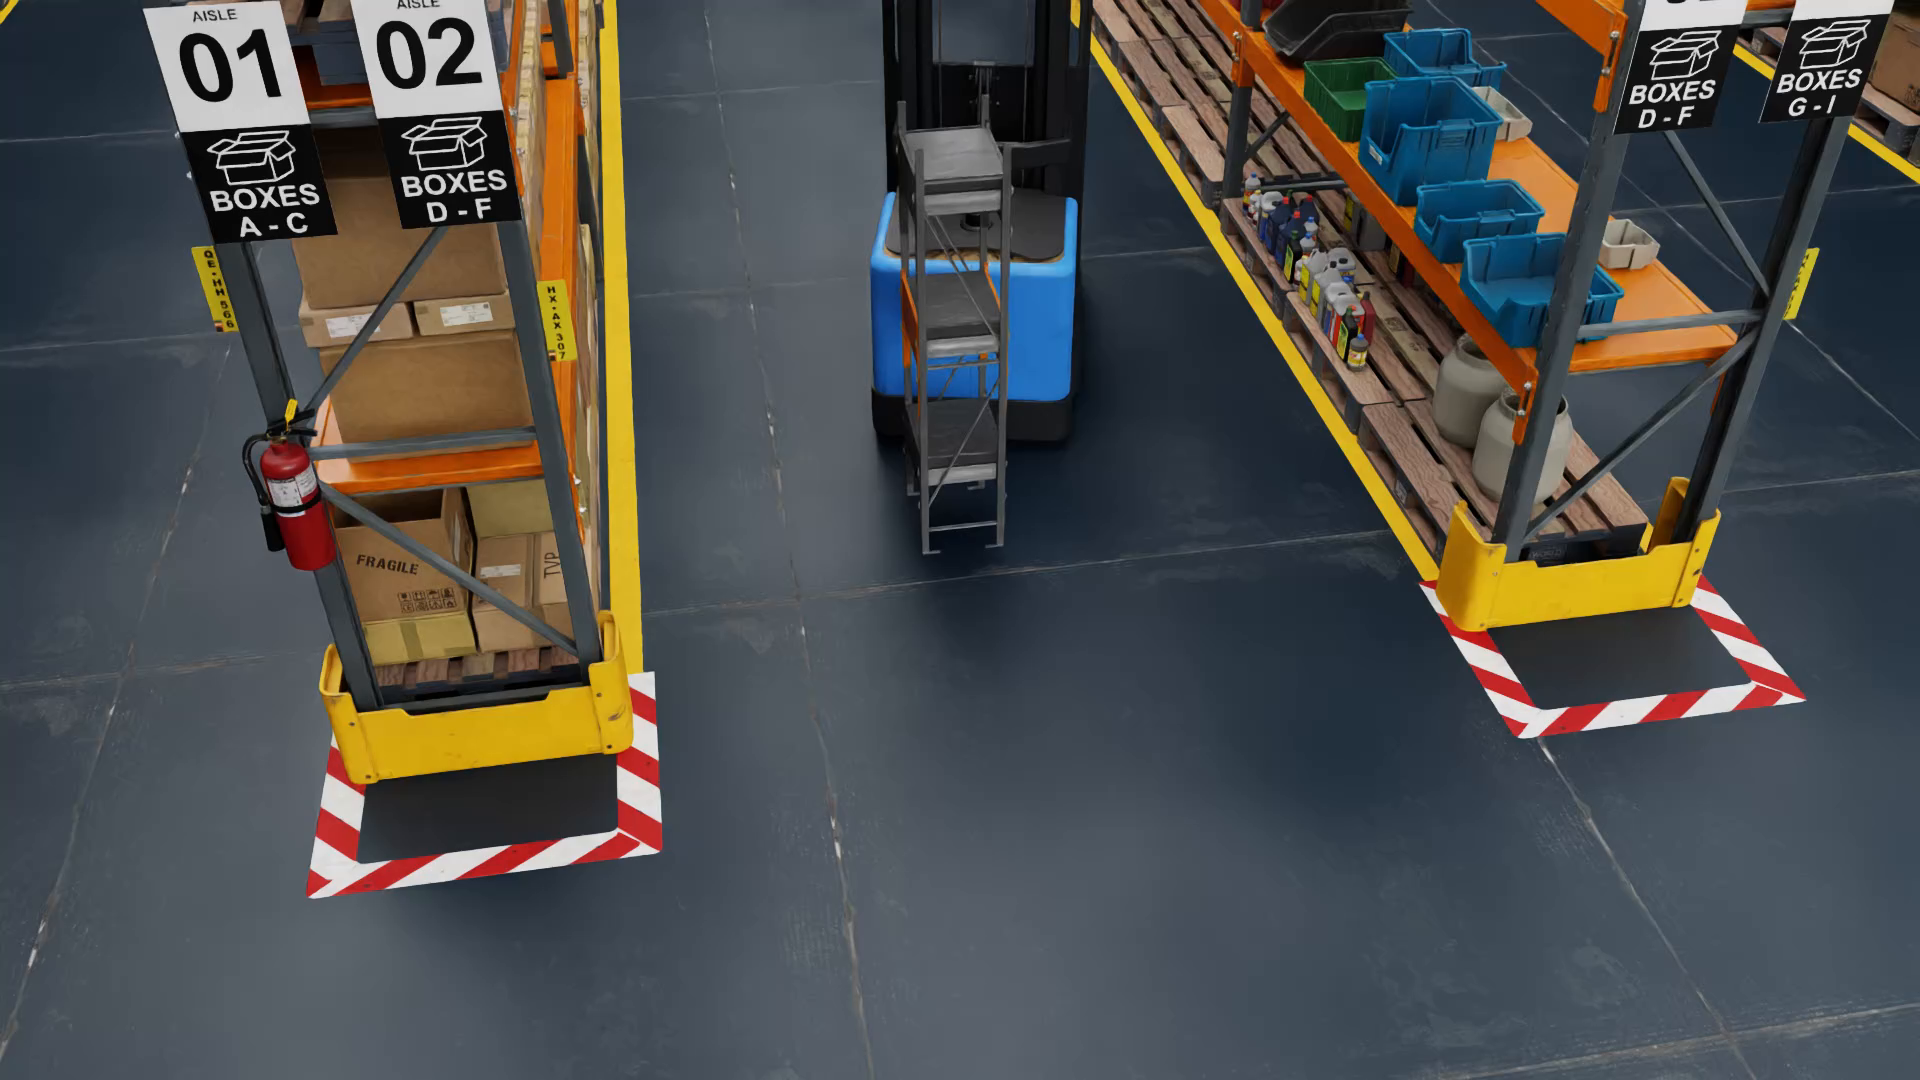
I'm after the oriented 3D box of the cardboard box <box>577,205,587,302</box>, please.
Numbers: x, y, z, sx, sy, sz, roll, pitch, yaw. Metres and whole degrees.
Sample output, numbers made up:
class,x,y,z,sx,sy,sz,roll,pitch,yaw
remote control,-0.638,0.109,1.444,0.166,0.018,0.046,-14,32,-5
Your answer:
class,x,y,z,sx,sy,sz,roll,pitch,yaw
cardboard box,-2.314,-1.584,9.032,0.500,0.500,0.500,-6,38,-8

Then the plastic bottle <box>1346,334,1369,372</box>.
class,x,y,z,sx,sy,sz,roll,pitch,yaw
plastic bottle,2.138,-1.013,8.932,0.097,0.201,0.097,0,38,0

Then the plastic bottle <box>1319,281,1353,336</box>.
class,x,y,z,sx,sy,sz,roll,pitch,yaw
plastic bottle,2.096,-1.282,9.217,0.152,0.276,0.135,-7,38,-9

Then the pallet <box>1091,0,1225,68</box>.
class,x,y,z,sx,sy,sz,roll,pitch,yaw
pallet,1.587,-4.141,13.309,1.003,0.211,1.213,-6,38,-8

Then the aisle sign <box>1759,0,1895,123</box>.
class,x,y,z,sx,sy,sz,roll,pitch,yaw
aisle sign,3.193,-1.897,6.028,0.394,0.787,0.004,-6,38,-8

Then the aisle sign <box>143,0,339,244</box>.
class,x,y,z,sx,sy,sz,roll,pitch,yaw
aisle sign,-2.263,-1.307,5.269,0.394,0.787,0.004,-6,38,-8

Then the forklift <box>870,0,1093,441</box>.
class,x,y,z,sx,sy,sz,roll,pitch,yaw
forklift,0.159,-2.563,9.060,1.130,2.935,3.031,2,38,3

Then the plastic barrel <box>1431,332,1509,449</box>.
class,x,y,z,sx,sy,sz,roll,pitch,yaw
plastic barrel,2.613,-0.758,8.366,0.421,0.512,0.421,0,38,0

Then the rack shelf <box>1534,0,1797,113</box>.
class,x,y,z,sx,sy,sz,roll,pitch,yaw
rack shelf,2.541,-2.991,7.696,1.077,0.370,4.000,-6,38,-8

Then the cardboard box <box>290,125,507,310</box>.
class,x,y,z,sx,sy,sz,roll,pitch,yaw
cardboard box,-2.064,-1.219,6.135,0.700,0.500,0.500,-6,38,-8

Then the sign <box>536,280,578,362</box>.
class,x,y,z,sx,sy,sz,roll,pitch,yaw
sign,-1.438,-0.781,5.941,0.100,0.325,0.005,-6,38,-8

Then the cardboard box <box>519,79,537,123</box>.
class,x,y,z,sx,sy,sz,roll,pitch,yaw
cardboard box,-2.158,-1.995,7.663,0.380,0.149,0.250,-5,38,-6

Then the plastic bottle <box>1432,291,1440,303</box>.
class,x,y,z,sx,sy,sz,roll,pitch,yaw
plastic bottle,2.767,-1.497,9.498,0.097,0.271,0.097,0,38,0

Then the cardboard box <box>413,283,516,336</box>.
class,x,y,z,sx,sy,sz,roll,pitch,yaw
cardboard box,-1.843,-0.908,6.263,0.380,0.149,0.250,-6,38,-8

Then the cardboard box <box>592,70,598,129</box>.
class,x,y,z,sx,sy,sz,roll,pitch,yaw
cardboard box,-2.784,-3.047,11.526,0.500,0.250,0.500,-6,38,-7

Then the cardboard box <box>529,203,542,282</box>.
class,x,y,z,sx,sy,sz,roll,pitch,yaw
cardboard box,-2.233,-1.292,7.287,0.700,0.500,0.500,-6,38,-8

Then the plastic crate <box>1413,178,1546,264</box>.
class,x,y,z,sx,sy,sz,roll,pitch,yaw
plastic crate,2.401,-1.487,7.740,0.499,0.251,0.408,-6,38,-8

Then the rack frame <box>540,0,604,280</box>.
class,x,y,z,sx,sy,sz,roll,pitch,yaw
rack frame,-2.687,-2.768,9.268,1.000,3.000,0.127,-6,38,-8

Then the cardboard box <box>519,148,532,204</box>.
class,x,y,z,sx,sy,sz,roll,pitch,yaw
cardboard box,-2.025,-1.531,7.066,0.380,0.149,0.250,-7,38,-9

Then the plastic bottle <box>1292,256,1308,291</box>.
class,x,y,z,sx,sy,sz,roll,pitch,yaw
plastic bottle,1.983,-1.548,9.619,0.097,0.201,0.097,0,38,0

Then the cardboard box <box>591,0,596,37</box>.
class,x,y,z,sx,sy,sz,roll,pitch,yaw
cardboard box,-3.056,-3.973,12.717,0.500,0.250,0.500,-5,38,-7

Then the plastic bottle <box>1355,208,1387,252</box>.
class,x,y,z,sx,sy,sz,roll,pitch,yaw
plastic bottle,2.479,-1.892,10.002,0.152,0.276,0.135,-6,38,-8

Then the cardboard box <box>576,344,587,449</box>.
class,x,y,z,sx,sy,sz,roll,pitch,yaw
cardboard box,-2.051,-0.679,7.866,0.500,0.500,0.500,-6,38,-8

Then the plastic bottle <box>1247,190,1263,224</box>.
class,x,y,z,sx,sy,sz,roll,pitch,yaw
plastic bottle,1.832,-2.066,10.287,0.097,0.201,0.097,0,38,0

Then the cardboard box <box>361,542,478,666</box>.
class,x,y,z,sx,sy,sz,roll,pitch,yaw
cardboard box,-2.371,0.276,7.249,0.500,0.250,0.500,-6,38,-8

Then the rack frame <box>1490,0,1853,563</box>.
class,x,y,z,sx,sy,sz,roll,pitch,yaw
rack frame,2.892,-0.883,6.841,1.000,3.000,0.127,-6,38,-8

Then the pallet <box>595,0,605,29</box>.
class,x,y,z,sx,sy,sz,roll,pitch,yaw
pallet,-3.482,-4.538,13.819,1.003,0.211,1.213,-6,38,-8

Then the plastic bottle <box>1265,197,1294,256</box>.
class,x,y,z,sx,sy,sz,roll,pitch,yaw
plastic bottle,1.923,-1.894,9.944,0.144,0.351,0.185,-5,38,-7

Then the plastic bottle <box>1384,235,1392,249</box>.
class,x,y,z,sx,sy,sz,roll,pitch,yaw
plastic bottle,2.621,-1.952,10.019,0.144,0.351,0.185,-8,39,-10

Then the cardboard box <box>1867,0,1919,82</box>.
class,x,y,z,sx,sy,sz,roll,pitch,yaw
cardboard box,6.915,-3.681,12.122,0.700,0.500,0.500,-6,38,-8

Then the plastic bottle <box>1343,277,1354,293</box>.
class,x,y,z,sx,sy,sz,roll,pitch,yaw
plastic bottle,2.175,-1.391,9.418,0.097,0.201,0.097,0,38,0

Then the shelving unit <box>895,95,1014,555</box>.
class,x,y,z,sx,sy,sz,roll,pitch,yaw
shelving unit,-0.029,-0.929,7.634,0.431,2.100,0.503,-6,38,-8

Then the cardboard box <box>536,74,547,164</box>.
class,x,y,z,sx,sy,sz,roll,pitch,yaw
cardboard box,-2.504,-2.222,8.484,0.700,0.500,0.500,-7,38,-8

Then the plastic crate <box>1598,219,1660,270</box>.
class,x,y,z,sx,sy,sz,roll,pitch,yaw
plastic crate,3.051,-1.354,7.662,0.298,0.136,0.250,-6,38,-8

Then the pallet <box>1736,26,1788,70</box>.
class,x,y,z,sx,sy,sz,roll,pitch,yaw
pallet,6.711,-3.939,13.048,1.003,0.211,1.213,-6,38,-8

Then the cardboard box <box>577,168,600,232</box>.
class,x,y,z,sx,sy,sz,roll,pitch,yaw
cardboard box,-2.514,-2.118,10.331,0.500,0.250,0.500,-7,38,-9

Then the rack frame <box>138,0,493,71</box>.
class,x,y,z,sx,sy,sz,roll,pitch,yaw
rack frame,-1.986,-2.721,4.318,1.000,3.000,0.127,-6,38,-8

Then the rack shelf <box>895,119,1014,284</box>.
class,x,y,z,sx,sy,sz,roll,pitch,yaw
rack shelf,-0.029,-1.471,7.213,0.431,0.518,0.480,-6,38,-8

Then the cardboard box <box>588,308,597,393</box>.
class,x,y,z,sx,sy,sz,roll,pitch,yaw
cardboard box,-2.210,-0.988,8.876,0.500,0.250,0.500,-6,38,-8

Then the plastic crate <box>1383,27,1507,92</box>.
class,x,y,z,sx,sy,sz,roll,pitch,yaw
plastic crate,2.652,-2.601,9.174,0.499,0.251,0.616,-6,38,-8

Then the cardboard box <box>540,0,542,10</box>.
class,x,y,z,sx,sy,sz,roll,pitch,yaw
cardboard box,-2.428,-2.923,8.857,0.380,0.149,0.250,-6,38,-8

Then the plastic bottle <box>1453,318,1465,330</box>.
class,x,y,z,sx,sy,sz,roll,pitch,yaw
plastic bottle,2.820,-1.315,9.262,0.097,0.271,0.097,0,38,0

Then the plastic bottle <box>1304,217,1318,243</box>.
class,x,y,z,sx,sy,sz,roll,pitch,yaw
plastic bottle,2.068,-1.788,9.872,0.097,0.271,0.097,0,38,0

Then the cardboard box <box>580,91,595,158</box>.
class,x,y,z,sx,sy,sz,roll,pitch,yaw
cardboard box,-2.597,-2.649,10.556,0.500,0.311,0.500,-7,38,-8

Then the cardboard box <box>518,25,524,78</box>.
class,x,y,z,sx,sy,sz,roll,pitch,yaw
cardboard box,-2.426,-2.445,7.713,0.700,0.500,0.500,-6,38,-8

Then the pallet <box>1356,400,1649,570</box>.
class,x,y,z,sx,sy,sz,roll,pitch,yaw
pallet,2.695,-0.314,8.382,1.003,0.211,1.213,-6,38,-8

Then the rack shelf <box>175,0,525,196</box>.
class,x,y,z,sx,sy,sz,roll,pitch,yaw
rack shelf,-2.336,-2.461,7.014,1.077,0.370,4.000,-6,38,-8

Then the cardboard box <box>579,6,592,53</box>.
class,x,y,z,sx,sy,sz,roll,pitch,yaw
cardboard box,-2.871,-3.577,11.752,0.500,0.311,0.500,-6,38,-8

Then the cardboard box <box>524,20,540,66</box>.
class,x,y,z,sx,sy,sz,roll,pitch,yaw
cardboard box,-2.292,-2.457,8.257,0.380,0.149,0.250,-6,38,-8

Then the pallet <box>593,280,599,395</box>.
class,x,y,z,sx,sy,sz,roll,pitch,yaw
pallet,-2.589,-1.182,9.499,1.003,0.211,1.213,-6,38,-8

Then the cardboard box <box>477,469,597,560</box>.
class,x,y,z,sx,sy,sz,roll,pitch,yaw
cardboard box,-1.952,-0.082,7.709,0.500,0.250,0.500,-6,38,-8
